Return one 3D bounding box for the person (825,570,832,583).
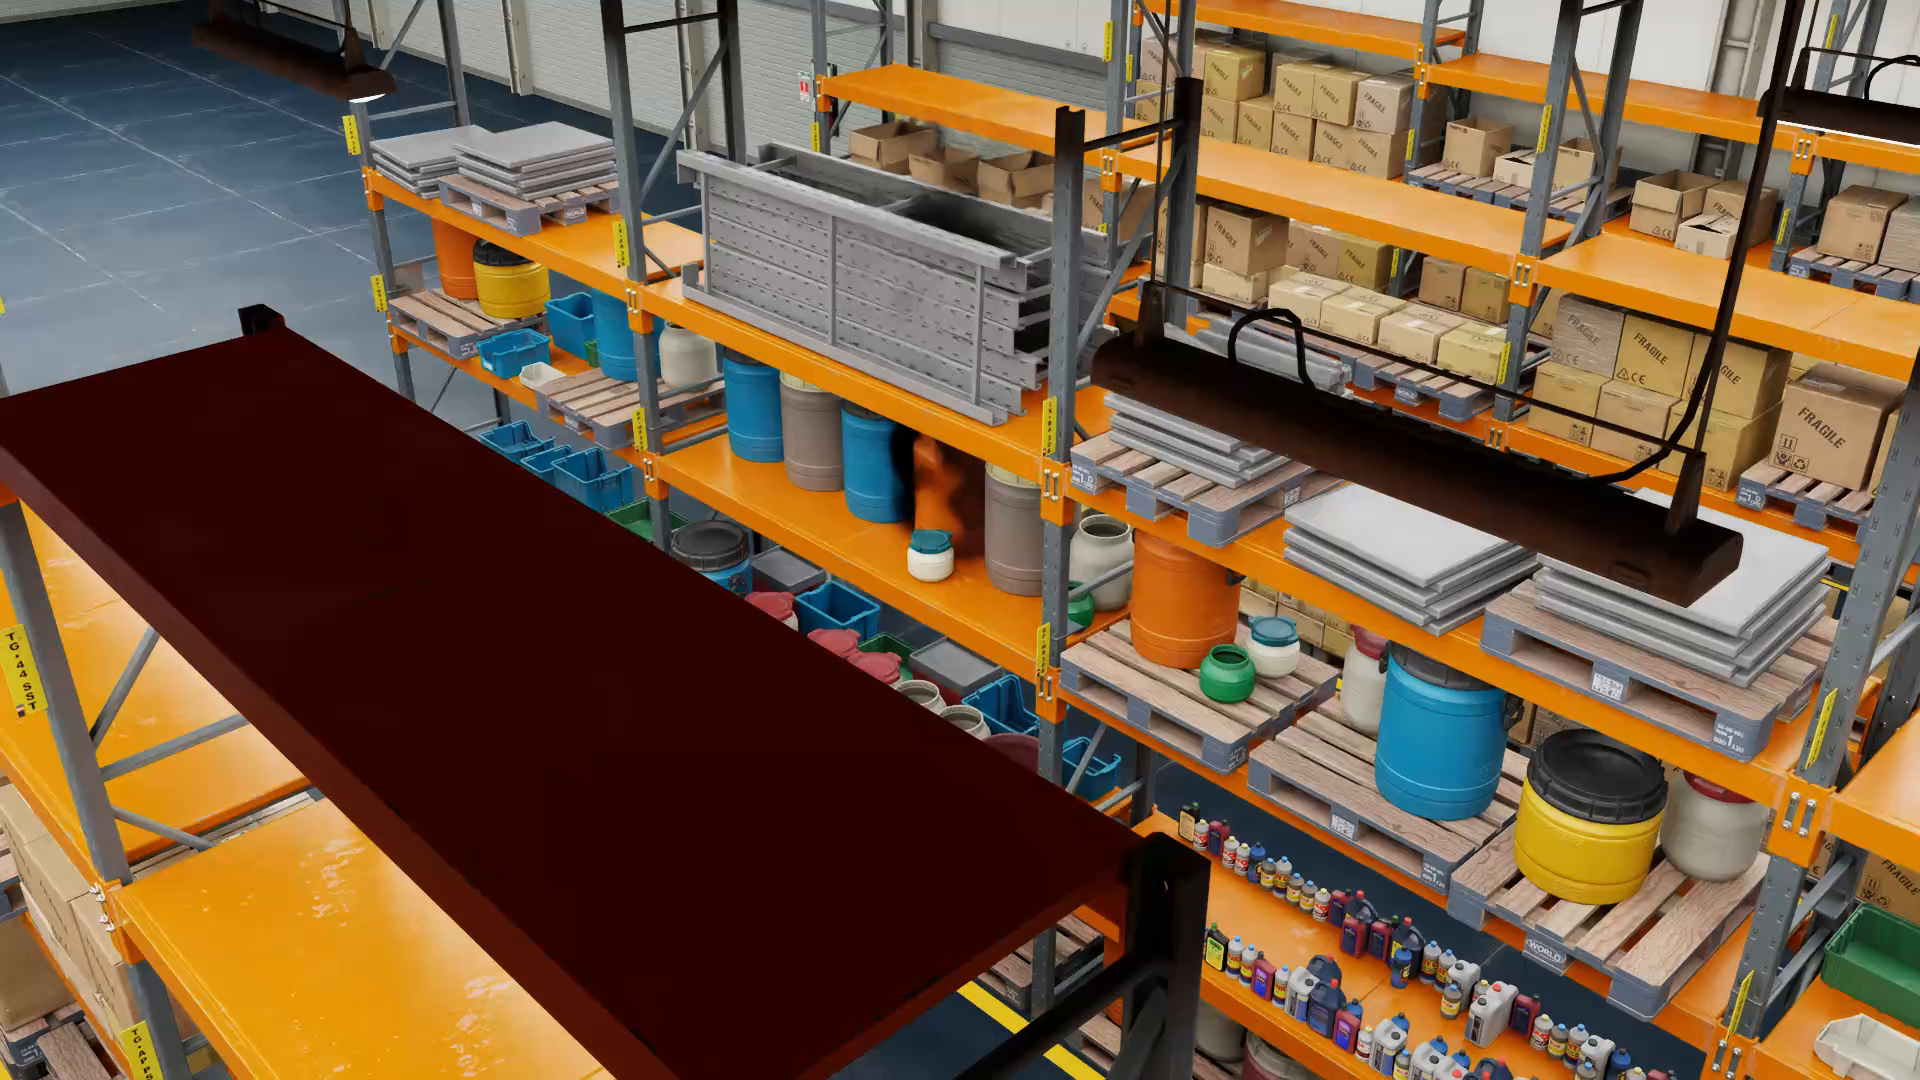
[{"bbox_3d":[-1.292,-0.074,15.135,0.610,1.718,0.736,24,36,37],"label":"person"}]
